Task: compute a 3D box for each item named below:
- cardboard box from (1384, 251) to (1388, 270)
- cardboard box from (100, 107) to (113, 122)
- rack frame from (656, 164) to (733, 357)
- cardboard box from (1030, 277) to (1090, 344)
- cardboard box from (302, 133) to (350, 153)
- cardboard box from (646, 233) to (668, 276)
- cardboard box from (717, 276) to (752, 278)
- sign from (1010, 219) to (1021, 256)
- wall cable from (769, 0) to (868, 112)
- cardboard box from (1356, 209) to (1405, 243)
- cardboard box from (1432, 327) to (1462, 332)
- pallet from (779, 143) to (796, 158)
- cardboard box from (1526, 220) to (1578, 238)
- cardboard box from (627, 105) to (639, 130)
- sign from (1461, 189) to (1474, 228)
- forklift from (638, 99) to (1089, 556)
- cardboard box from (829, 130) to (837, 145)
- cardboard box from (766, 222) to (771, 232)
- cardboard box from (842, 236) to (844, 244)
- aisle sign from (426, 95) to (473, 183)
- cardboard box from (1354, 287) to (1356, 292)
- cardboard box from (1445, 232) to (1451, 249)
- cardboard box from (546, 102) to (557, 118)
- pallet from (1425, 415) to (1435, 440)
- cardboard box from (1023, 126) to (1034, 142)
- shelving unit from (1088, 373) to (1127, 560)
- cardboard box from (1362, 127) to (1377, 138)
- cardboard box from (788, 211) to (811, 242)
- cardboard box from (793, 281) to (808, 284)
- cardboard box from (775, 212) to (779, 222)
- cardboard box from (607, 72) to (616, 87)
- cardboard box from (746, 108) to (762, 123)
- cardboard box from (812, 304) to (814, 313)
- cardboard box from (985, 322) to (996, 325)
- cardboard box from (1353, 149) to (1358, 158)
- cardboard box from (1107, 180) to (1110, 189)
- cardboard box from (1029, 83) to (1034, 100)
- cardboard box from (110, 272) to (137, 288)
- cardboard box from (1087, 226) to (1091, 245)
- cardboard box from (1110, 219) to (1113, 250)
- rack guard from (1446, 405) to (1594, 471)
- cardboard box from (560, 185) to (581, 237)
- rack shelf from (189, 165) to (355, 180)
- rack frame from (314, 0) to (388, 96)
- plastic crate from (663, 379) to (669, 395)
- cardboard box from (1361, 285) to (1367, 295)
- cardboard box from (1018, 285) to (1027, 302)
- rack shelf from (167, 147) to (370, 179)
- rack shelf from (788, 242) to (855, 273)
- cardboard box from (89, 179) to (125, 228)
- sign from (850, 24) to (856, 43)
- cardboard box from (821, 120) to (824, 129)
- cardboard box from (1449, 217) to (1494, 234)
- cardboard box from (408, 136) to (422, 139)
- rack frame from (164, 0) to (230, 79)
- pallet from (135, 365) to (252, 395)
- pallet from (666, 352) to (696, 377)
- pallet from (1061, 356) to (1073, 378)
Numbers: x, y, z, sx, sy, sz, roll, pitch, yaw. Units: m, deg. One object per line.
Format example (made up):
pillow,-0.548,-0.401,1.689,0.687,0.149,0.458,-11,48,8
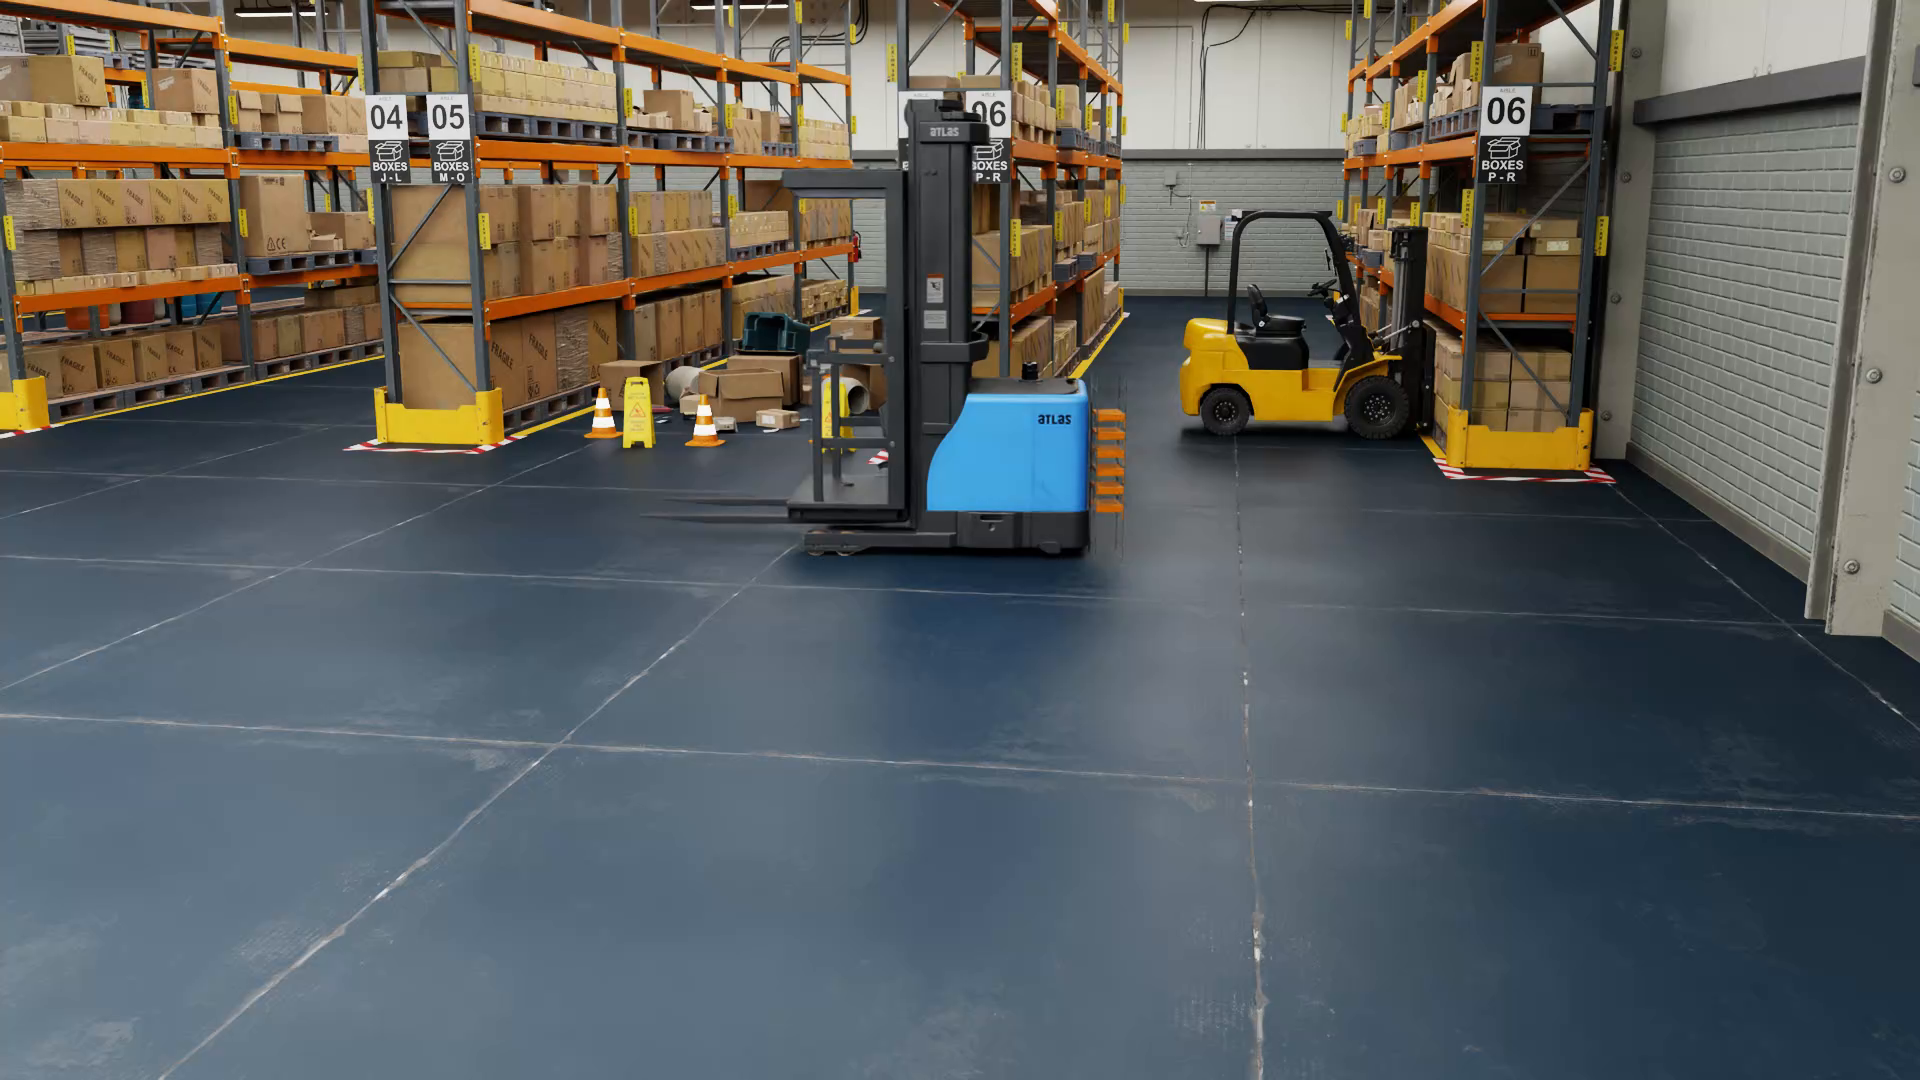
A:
cardboard box,5.778,-3.627,21.561,0.500,0.250,0.500,2,12,9
cardboard box,-9.343,-4.562,17.831,0.380,0.149,0.250,2,12,8
rack frame,-3.724,-4.085,23.326,1.000,3.000,0.127,2,12,9
cardboard box,1.371,-3.253,23.514,0.875,0.875,0.875,2,12,8
cardboard box,-8.583,-5.344,22.408,0.500,0.250,0.500,2,12,10
cardboard box,-3.915,-3.507,20.408,0.500,0.500,0.500,2,12,9
cardboard box,-3.563,-4.011,26.142,0.500,0.250,0.500,2,12,10
sign,0.489,-2.686,14.780,0.100,0.325,0.005,2,12,9
wall cable,-3.104,-11.502,35.870,2.277,5.999,0.120,2,12,9
cardboard box,6.408,-4.779,25.313,0.700,0.500,0.500,2,12,10
cardboard box,4.935,-2.002,16.819,0.500,0.250,0.500,2,12,11
pallet,-3.309,-6.167,26.314,1.213,0.211,1.003,2,12,9
cardboard box,5.120,-2.694,14.392,0.380,0.149,0.250,2,12,8
cardboard box,-4.287,-5.301,20.828,0.500,0.311,0.500,1,12,7
sign,4.324,-2.822,14.158,0.100,0.325,0.005,2,12,9
forklift,-0.644,-1.435,11.196,3.031,2.935,1.130,1,12,3
cardboard box,-2.472,-7.070,29.229,0.500,0.250,0.500,2,12,9
cardboard box,-3.134,-4.838,25.717,0.380,0.149,0.250,1,12,6
cardboard box,-2.340,-5.500,30.488,0.380,0.149,0.250,2,12,9
aisle sign,-4.669,-3.666,15.212,0.394,0.787,0.004,2,12,9
cardboard box,6.801,-3.917,27.485,0.700,0.500,0.500,1,12,7
cardboard box,4.807,-2.835,15.751,0.380,0.149,0.250,2,12,9
cardboard box,-4.352,-4.394,17.003,0.380,0.149,0.250,2,12,9
pallet,5.124,-1.171,16.424,1.003,0.211,1.213,2,12,9
cardboard box,0.519,-3.951,16.183,0.380,0.149,0.250,2,12,9
shelving unit,0.964,-0.482,10.884,0.189,1.200,0.258,-1,12,-5
cardboard box,6.125,-6.008,24.492,0.380,0.149,0.250,2,12,9
cardboard box,-2.783,-5.206,27.589,0.500,0.500,0.500,2,12,8
cardboard box,-2.955,-4.590,30.032,0.380,0.149,0.250,1,12,6
cardboard box,-3.060,-5.091,26.184,0.380,0.149,0.250,1,12,7
cardboard box,-4.080,-5.153,18.633,0.380,0.149,0.250,2,12,8
cardboard box,-3.476,-6.322,25.347,0.797,0.503,0.637,2,12,8
cardboard box,-2.718,-3.958,28.507,0.380,0.149,0.250,2,12,7
cardboard box,0.139,-2.114,17.934,0.500,0.500,0.500,2,12,11
cardboard box,6.674,-6.367,27.395,0.380,0.149,0.250,2,12,10
cardboard box,2.292,-5.903,27.612,0.380,0.149,0.250,2,12,7
cardboard box,0.508,-4.340,16.095,0.380,0.149,0.250,2,12,10
cardboard box,-9.234,-2.839,18.143,0.380,0.149,0.250,2,12,9
cardboard box,1.585,-4.321,23.594,0.500,0.250,0.500,2,12,10
cardboard box,2.293,-5.124,27.912,0.500,0.500,0.500,2,12,9
rack guard,4.854,-0.893,14.450,1.175,0.500,0.348,2,12,9
cardboard box,-4.618,-3.551,17.932,0.875,0.550,0.550,2,12,9
rack shelf,-12.581,-6.790,30.470,1.077,0.370,4.000,2,12,9
rack frame,-8.609,-7.199,23.538,1.000,3.000,0.127,2,12,9
plastic crate,-3.071,-1.827,19.388,0.450,0.188,0.662,-3,8,40
cardboard box,6.385,-3.852,25.645,0.380,0.149,0.250,2,12,11
cardboard box,0.439,-2.378,16.004,0.380,0.149,0.250,2,12,10
rack shelf,-8.917,-4.965,21.998,1.077,0.370,4.000,2,12,9
rack shelf,-2.801,-4.982,29.198,1.077,0.370,4.000,2,12,9
cardboard box,-9.326,-3.598,17.751,0.500,0.500,0.500,2,12,9
sign,-1.948,-9.194,30.204,0.100,0.325,0.005,2,12,9
cardboard box,-2.548,-7.129,28.557,0.380,0.149,0.250,2,12,7
cardboard box,4.767,-2.928,15.475,0.380,0.149,0.250,2,12,10
cardboard box,-8.541,-6.299,25.246,0.500,0.500,0.500,3,12,12
rack frame,-12.888,-8.192,28.146,1.000,3.000,0.127,2,12,9
pallet,-9.293,-1.930,19.946,1.003,0.211,1.213,2,12,9
pallet,-4.110,-2.307,21.695,1.003,0.211,1.213,2,12,9
pallet,0.871,-2.166,21.044,1.003,0.211,1.213,2,12,9
